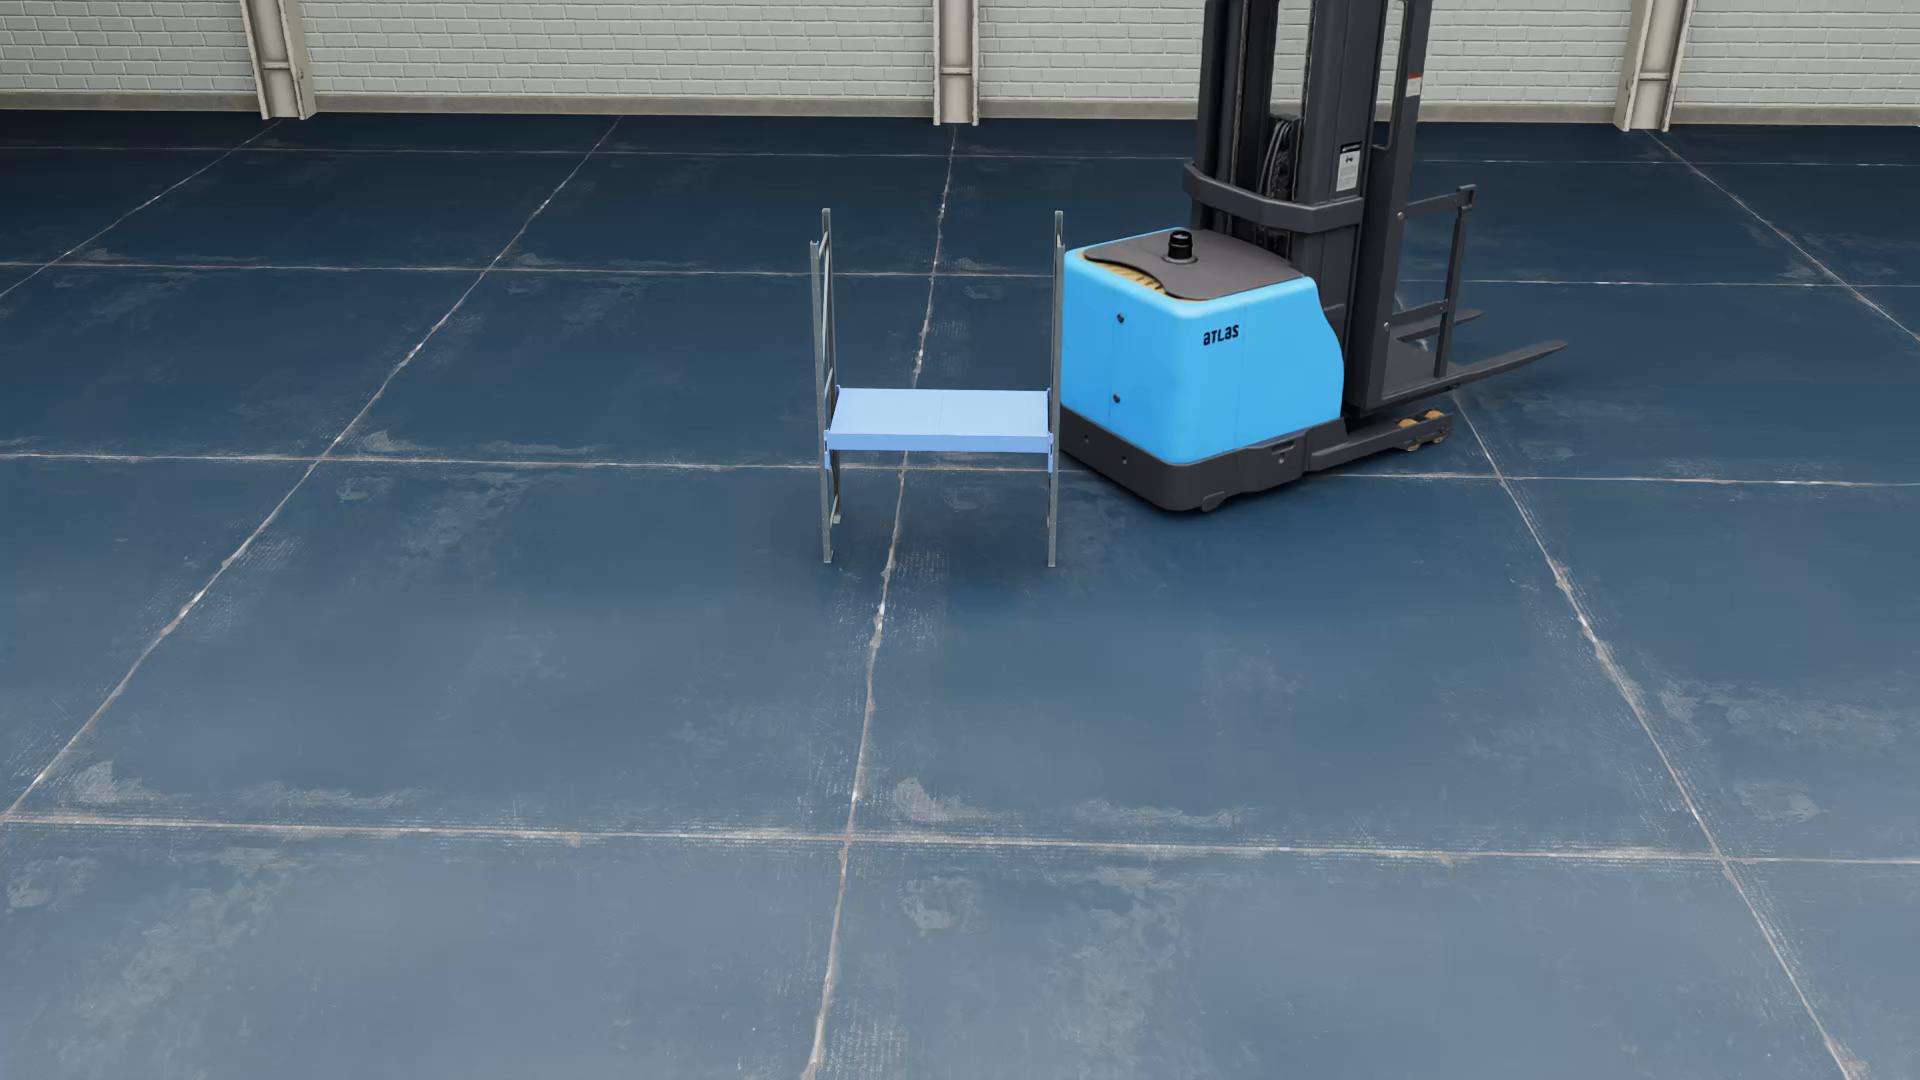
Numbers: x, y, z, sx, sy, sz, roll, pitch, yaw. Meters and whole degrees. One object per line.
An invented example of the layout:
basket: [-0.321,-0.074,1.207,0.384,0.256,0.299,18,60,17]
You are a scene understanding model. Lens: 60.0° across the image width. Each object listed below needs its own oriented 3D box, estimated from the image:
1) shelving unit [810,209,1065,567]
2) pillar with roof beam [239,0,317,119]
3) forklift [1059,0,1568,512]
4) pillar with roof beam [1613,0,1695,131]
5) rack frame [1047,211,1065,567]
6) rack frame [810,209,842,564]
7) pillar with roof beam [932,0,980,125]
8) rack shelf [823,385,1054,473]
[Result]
shelving unit: [-0.085,-0.664,7.401,1.048,1.500,0.538,1,28,2]
pillar with roof beam: [-6.179,-5.785,9.056,0.400,9.000,9.100,1,28,2]
forklift: [1.978,-1.943,8.287,3.031,2.935,1.130,-17,32,-29]
pillar with roof beam: [5.813,-5.587,8.682,0.400,9.000,9.100,1,28,2]
rack frame: [0.423,-0.656,7.386,0.032,1.500,0.500,1,28,2]
rack frame: [-0.593,-0.672,7.417,0.032,1.500,0.500,1,28,2]
pillar with roof beam: [-0.183,-5.686,8.869,0.400,9.000,9.100,1,28,2]
rack shelf: [-0.085,-0.505,7.486,1.000,0.185,0.538,1,28,2]
